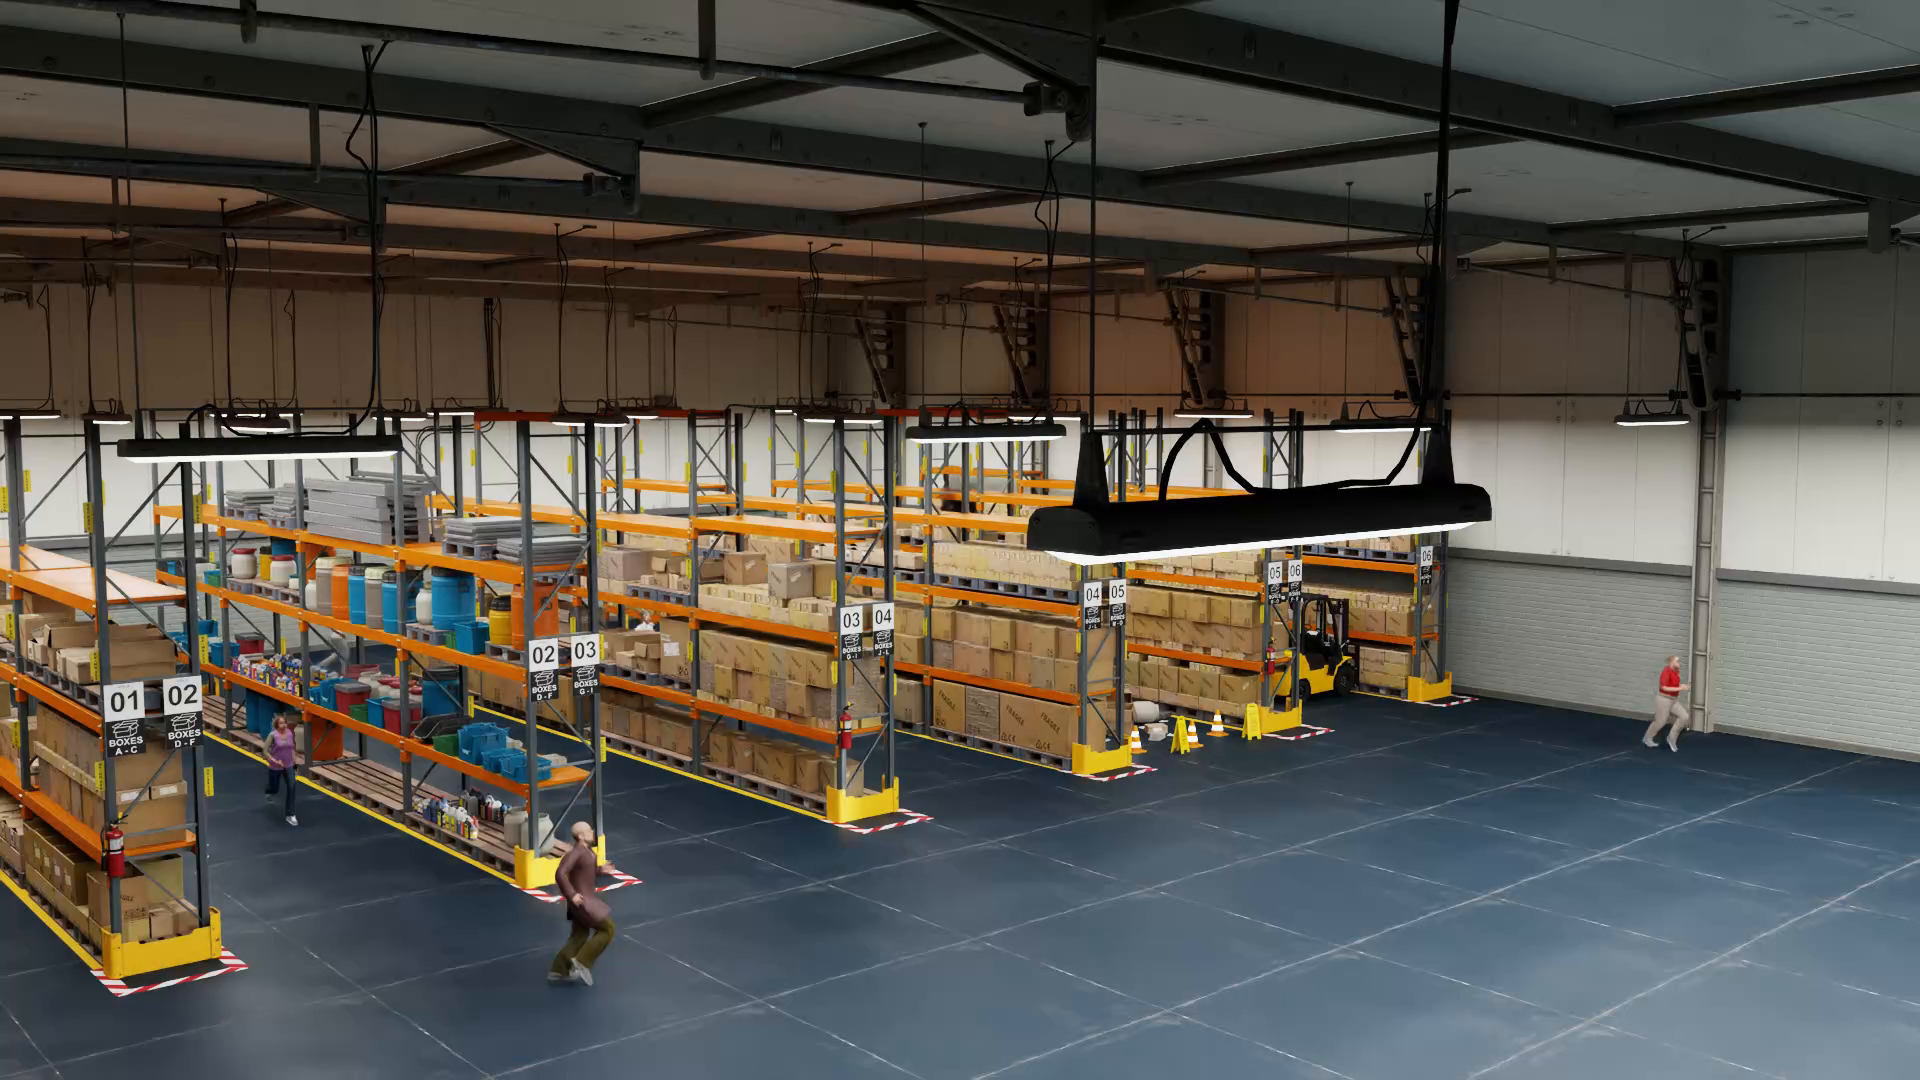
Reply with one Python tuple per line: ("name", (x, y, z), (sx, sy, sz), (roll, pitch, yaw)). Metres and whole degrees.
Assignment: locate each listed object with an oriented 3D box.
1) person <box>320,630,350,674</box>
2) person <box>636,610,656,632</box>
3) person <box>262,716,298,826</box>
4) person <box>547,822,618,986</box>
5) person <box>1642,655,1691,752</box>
("person", (-14.011, 2.223, 37.357), (0.727, 1.686, 0.541), (-2, 6, -26))
("person", (-6.762, 2.342, 36.048), (0.632, 1.661, 0.862), (-4, 7, -40))
("person", (-10.108, 3.394, 24.723), (0.517, 1.584, 0.983), (-4, 7, -40))
("person", (-4.051, 3.888, 17.825), (0.771, 1.756, 0.695), (-1, 5, -13))
("person", (12.541, 2.896, 29.485), (0.690, 1.748, 0.848), (-5, 7, -44))
